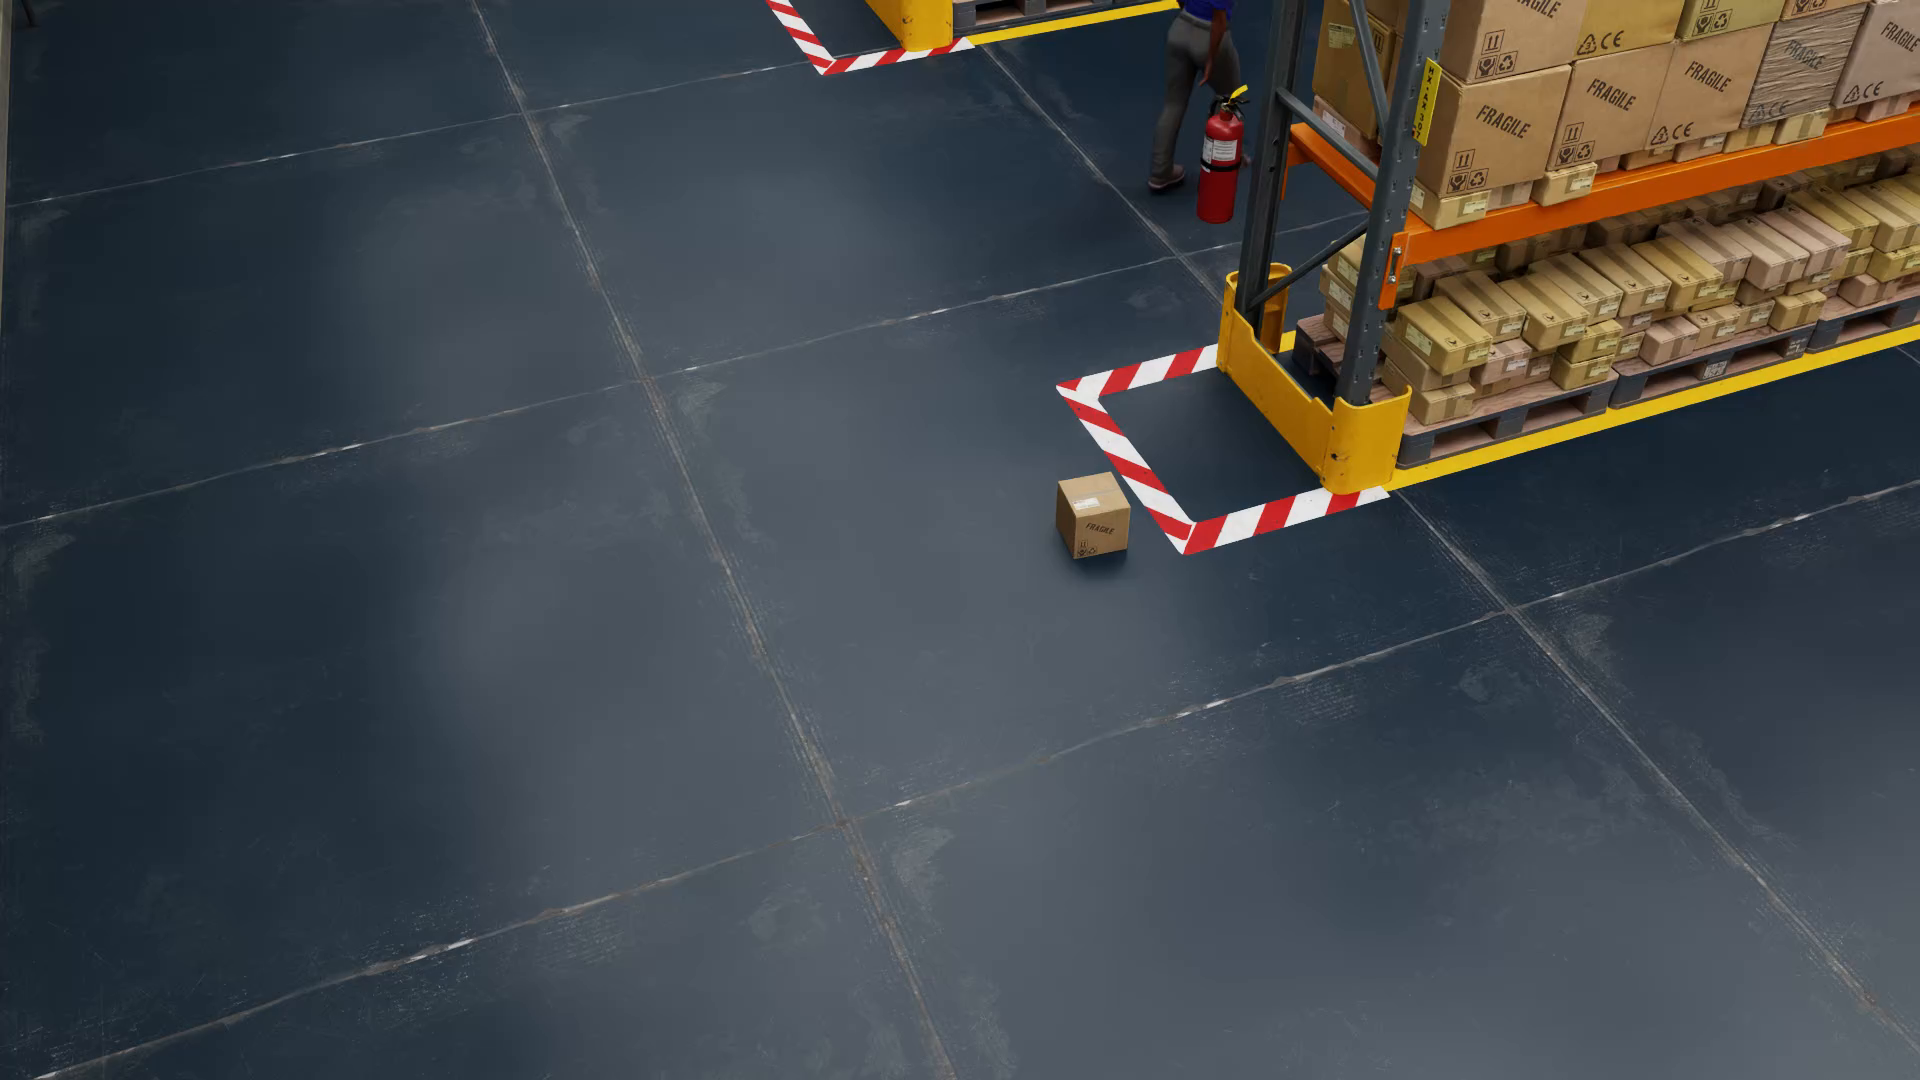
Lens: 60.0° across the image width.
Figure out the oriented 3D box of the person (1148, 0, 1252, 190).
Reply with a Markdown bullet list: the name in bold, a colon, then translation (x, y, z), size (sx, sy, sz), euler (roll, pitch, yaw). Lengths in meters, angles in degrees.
- **person**: translation (1.373, -2.762, 9.249), size (0.444, 1.689, 0.752), euler (33, 51, 31)
